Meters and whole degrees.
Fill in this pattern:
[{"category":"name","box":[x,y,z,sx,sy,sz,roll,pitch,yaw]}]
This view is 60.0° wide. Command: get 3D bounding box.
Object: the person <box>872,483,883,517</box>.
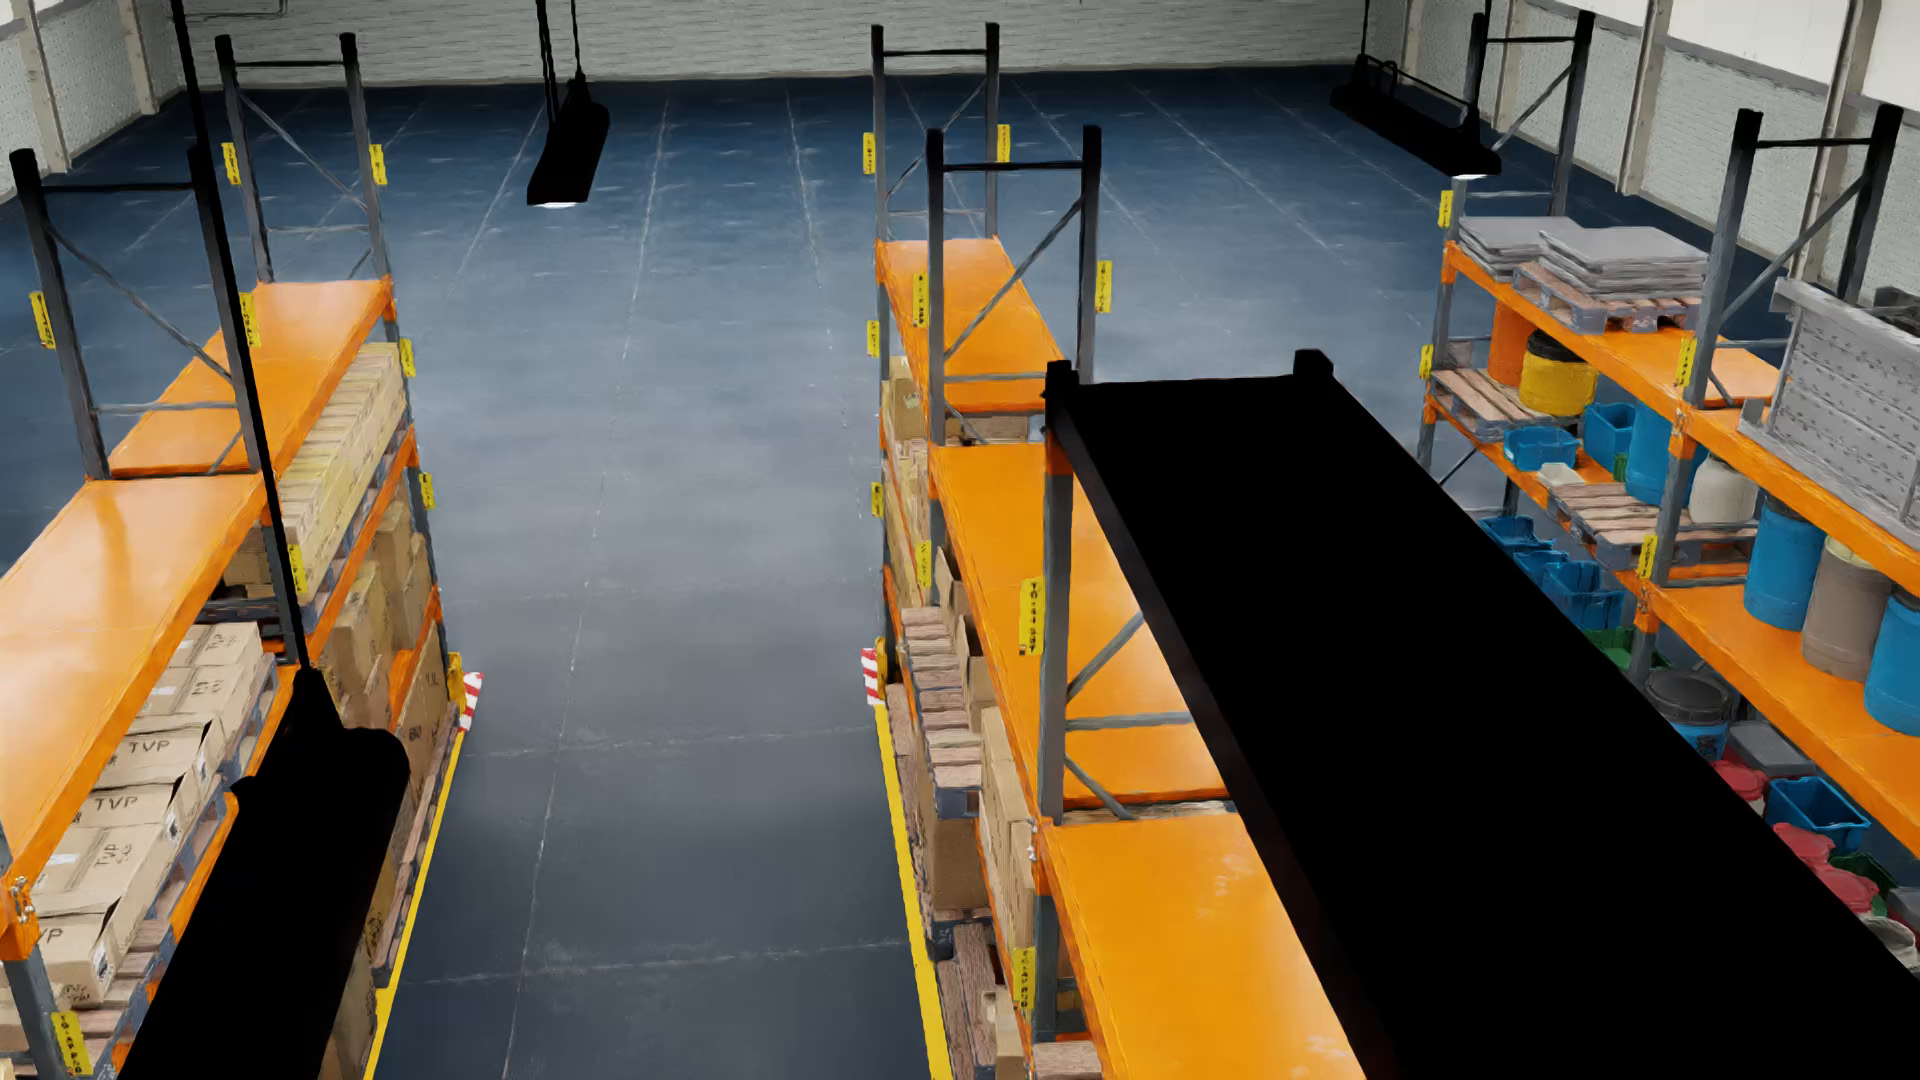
[{"category":"person","box":[0.862,0.592,14.832,3.320,2.078,0.571,10,27,20]}]
